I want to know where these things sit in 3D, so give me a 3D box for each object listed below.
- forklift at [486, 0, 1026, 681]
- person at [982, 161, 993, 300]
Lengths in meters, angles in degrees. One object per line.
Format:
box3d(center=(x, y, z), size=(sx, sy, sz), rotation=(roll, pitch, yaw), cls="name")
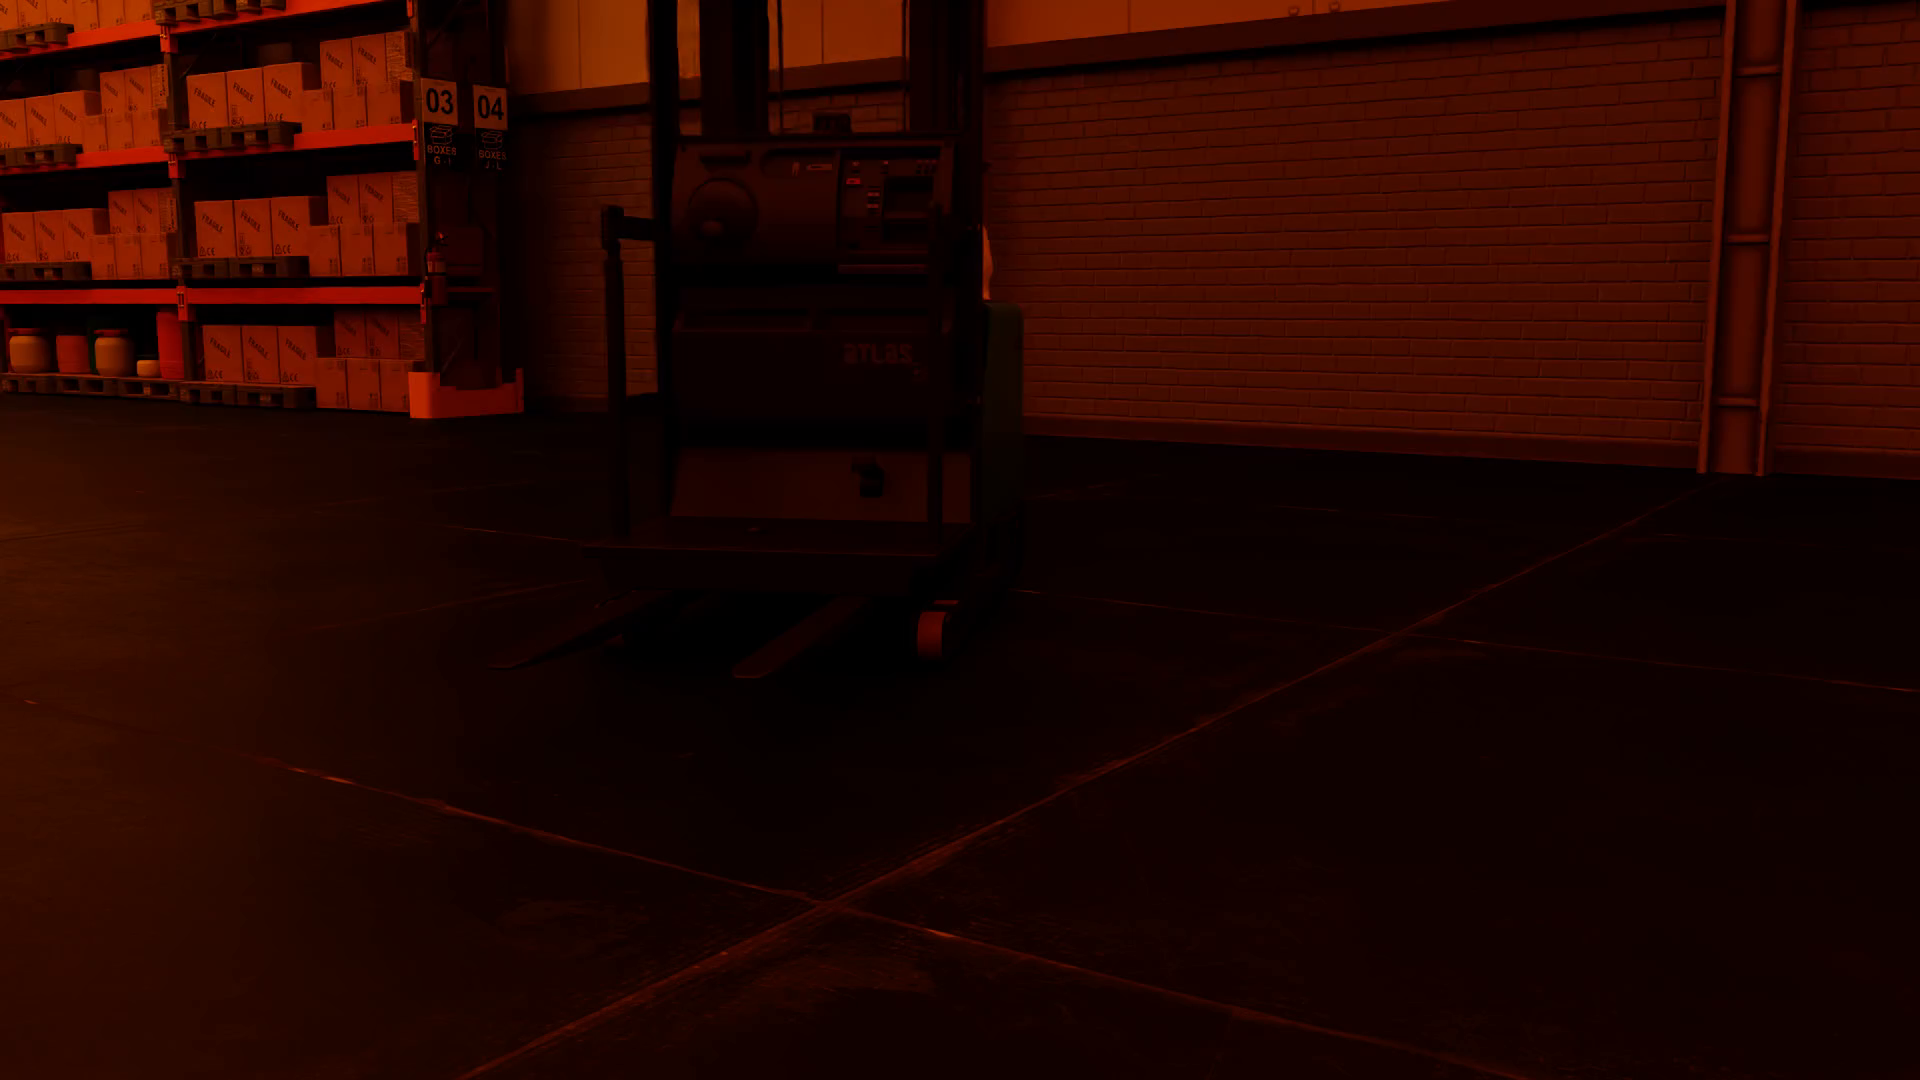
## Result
box3d(center=(-0.514, -1.133, 5.160), size=(1.130, 2.935, 3.031), rotation=(1, 8, 10), cls="forklift")
box3d(center=(0.054, -0.876, 7.435), size=(0.577, 1.765, 0.666), rotation=(5, 10, 34), cls="person")
